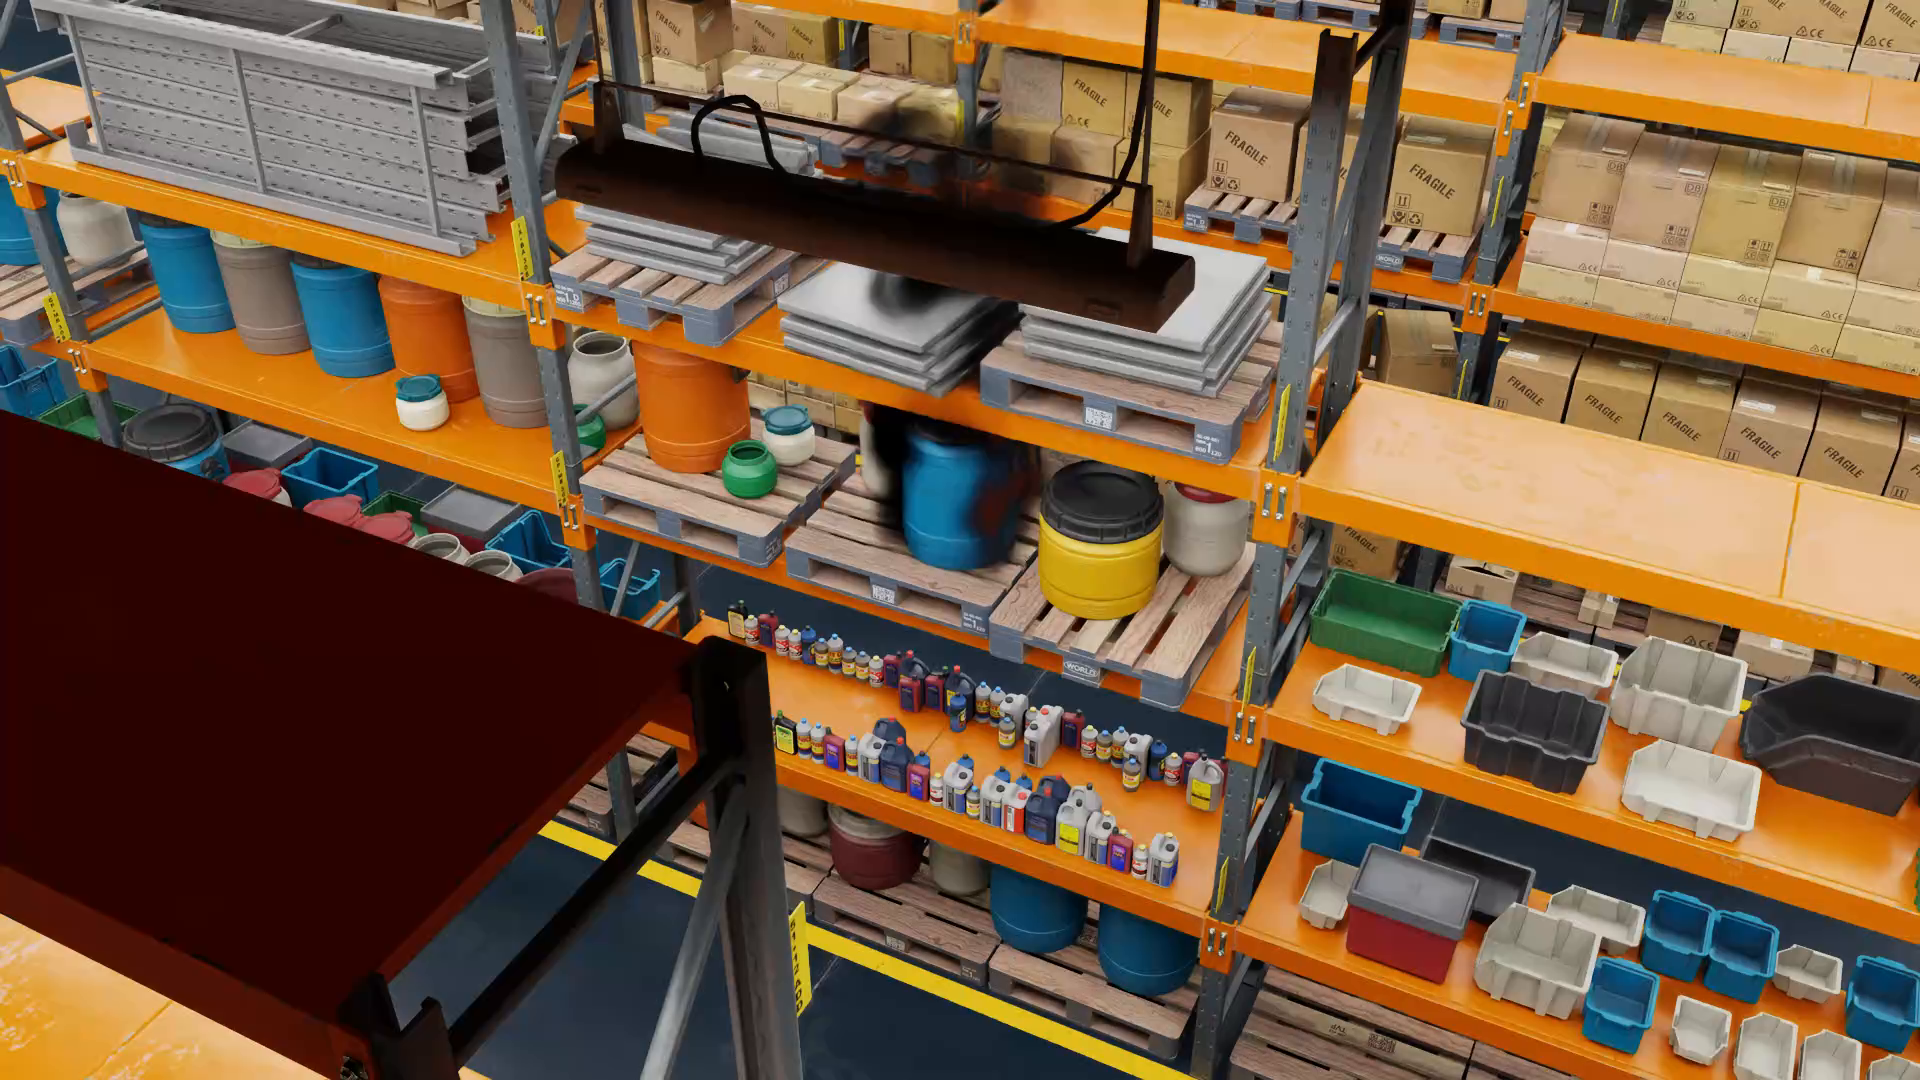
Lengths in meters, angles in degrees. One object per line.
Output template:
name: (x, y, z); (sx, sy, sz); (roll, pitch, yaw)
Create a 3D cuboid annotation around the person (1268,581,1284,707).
person: (1.922, 0.785, 11.277); (0.591, 1.680, 0.644); (8, 36, 11)
